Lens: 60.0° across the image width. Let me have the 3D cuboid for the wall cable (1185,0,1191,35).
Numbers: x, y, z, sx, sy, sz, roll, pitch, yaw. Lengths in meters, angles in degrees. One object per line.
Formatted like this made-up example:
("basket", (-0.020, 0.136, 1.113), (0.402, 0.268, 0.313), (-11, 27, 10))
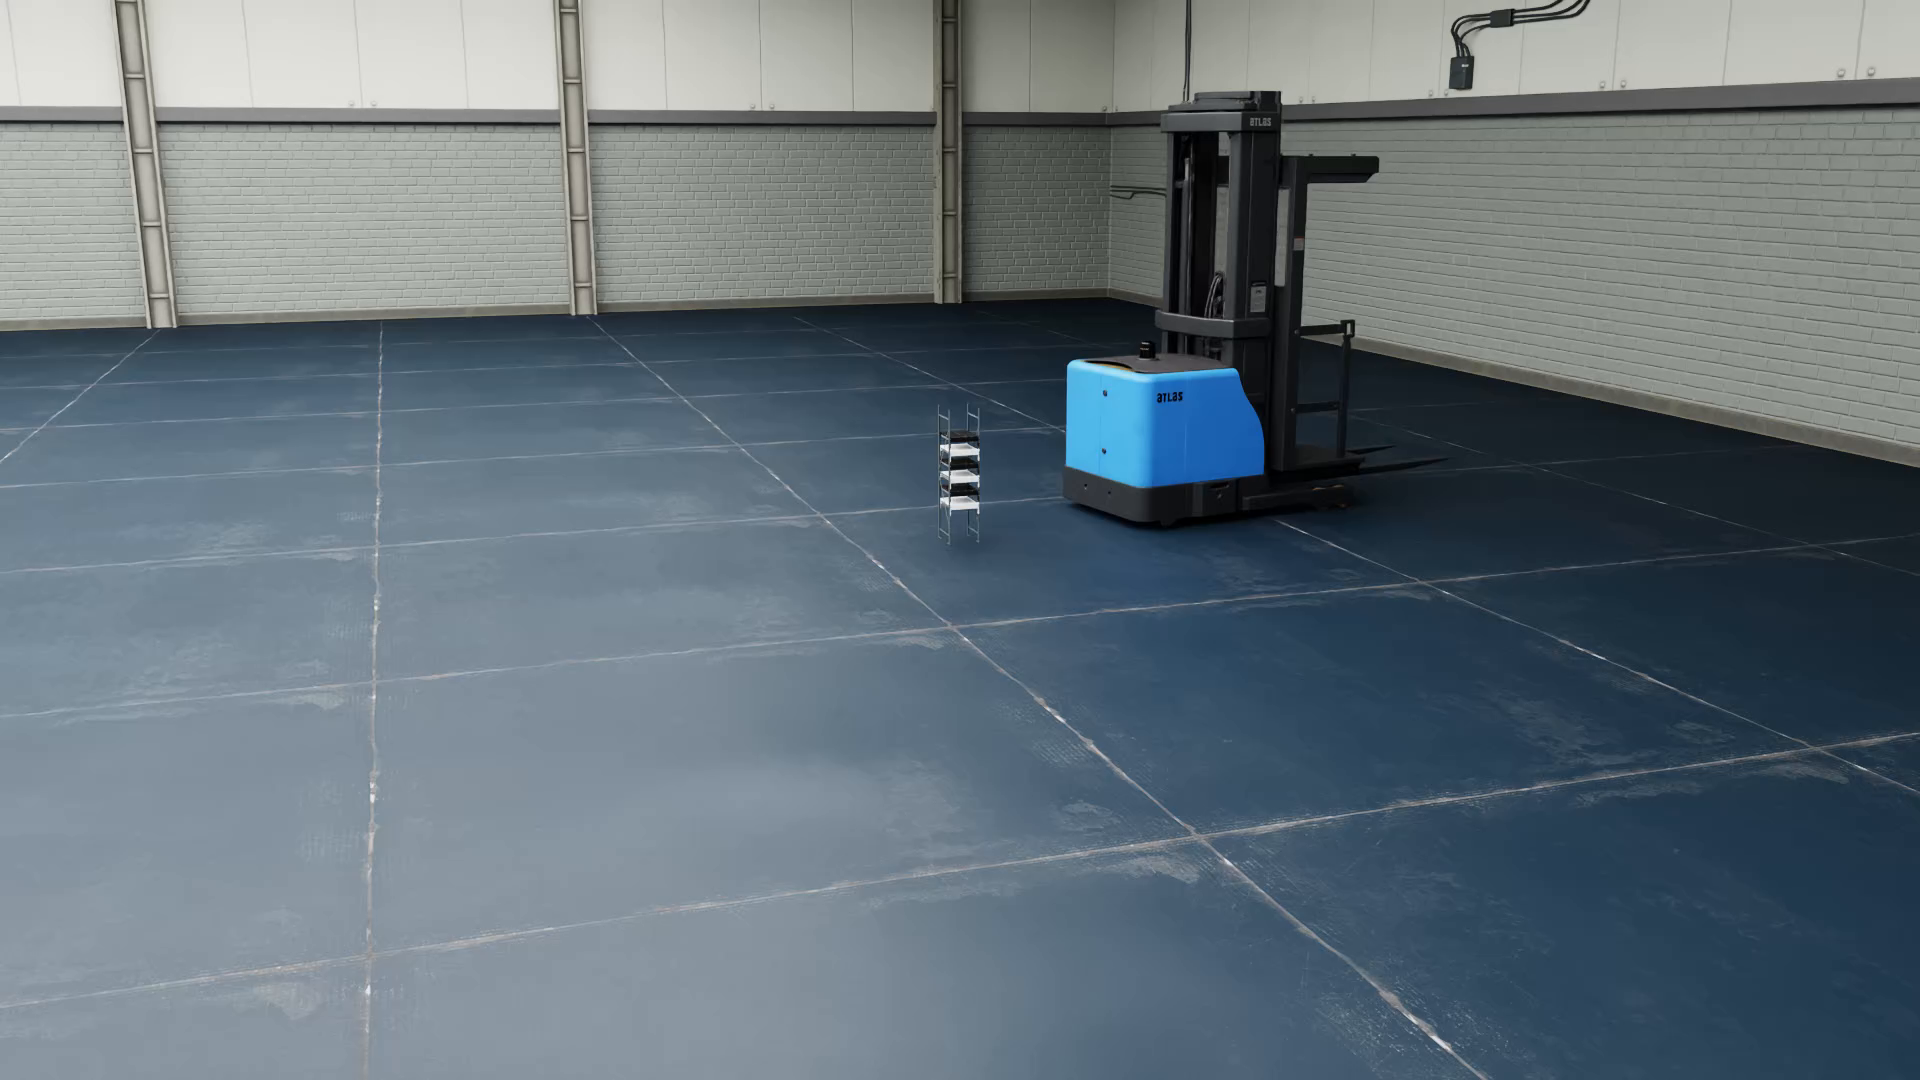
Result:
("wall cable", (3.874, -8.641, 23.821), (0.112, 2.526, 3.097), (-4, 14, -18))

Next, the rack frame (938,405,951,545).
("rack frame", (-0.104, -0.430, 11.005), (0.006, 0.900, 0.240), (-4, 14, -18))

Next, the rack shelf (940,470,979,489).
("rack shelf", (-0.008, -0.405, 11.044), (0.200, 0.077, 0.258), (-4, 14, -18))

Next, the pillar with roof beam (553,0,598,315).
("pillar with roof beam", (-4.517, -6.974, 21.015), (0.400, 9.000, 9.100), (-4, 14, -18))

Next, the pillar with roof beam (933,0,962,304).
("pillar with roof beam", (1.170, -7.417, 22.876), (0.400, 9.000, 9.100), (-4, 14, -18))

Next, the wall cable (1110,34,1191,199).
("wall cable", (3.011, -6.777, 26.900), (0.112, 2.526, 3.097), (-4, 14, -18))

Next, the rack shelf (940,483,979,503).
("rack shelf", (-0.008, -0.317, 11.065), (0.200, 0.077, 0.258), (-4, 14, -18))

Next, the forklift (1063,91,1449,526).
("forklift", (2.297, -1.742, 12.133), (3.031, 2.935, 1.130), (-7, 15, -28))

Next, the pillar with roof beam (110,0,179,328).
("pillar with roof beam", (-10.203, -6.531, 19.153), (0.400, 9.000, 9.100), (-4, 14, -18))

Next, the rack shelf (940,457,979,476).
("rack shelf", (-0.008, -0.492, 11.023), (0.200, 0.077, 0.258), (-4, 14, -18))

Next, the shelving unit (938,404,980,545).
("shelving unit", (-0.008, -0.437, 11.036), (0.210, 0.900, 0.258), (-4, 14, -18))

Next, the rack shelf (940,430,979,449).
("rack shelf", (-0.008, -0.667, 10.981), (0.200, 0.077, 0.258), (-4, 14, -18))

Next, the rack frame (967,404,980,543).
("rack frame", (0.089, -0.445, 11.068), (0.006, 0.900, 0.240), (-4, 14, -18))

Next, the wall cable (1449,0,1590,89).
("wall cable", (6.024, -7.859, 17.389), (0.169, 6.003, 2.305), (-4, 14, -18))

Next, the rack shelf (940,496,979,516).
("rack shelf", (-0.008, -0.230, 11.086), (0.200, 0.077, 0.258), (-4, 14, -18))

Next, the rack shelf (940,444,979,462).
("rack shelf", (-0.008, -0.580, 11.002), (0.200, 0.077, 0.258), (-4, 14, -18))
